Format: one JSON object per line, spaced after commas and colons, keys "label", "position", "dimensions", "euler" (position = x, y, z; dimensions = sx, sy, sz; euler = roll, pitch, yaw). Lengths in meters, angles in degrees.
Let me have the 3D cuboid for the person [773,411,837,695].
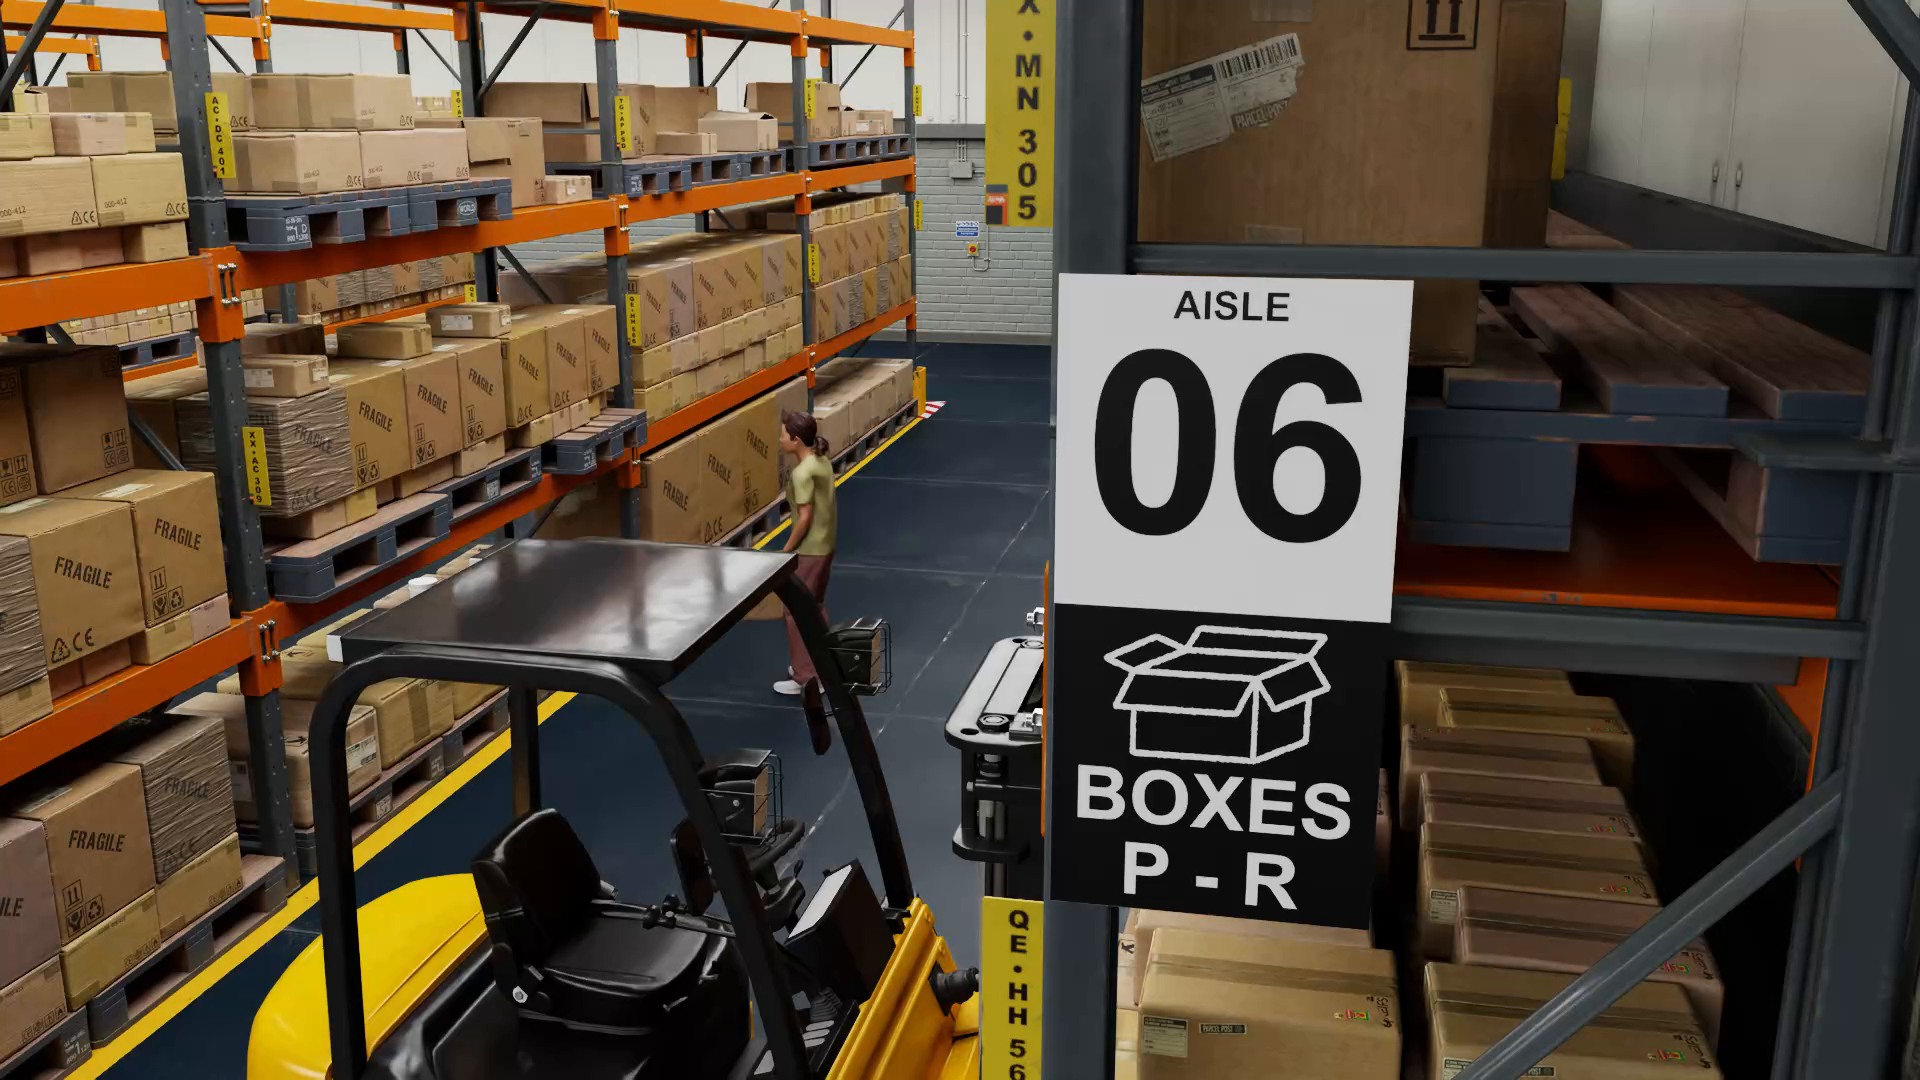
{"label": "person", "position": [-0.907, 0.070, 9.742], "dimensions": [0.364, 1.676, 0.480], "euler": [3, 15, 10]}
